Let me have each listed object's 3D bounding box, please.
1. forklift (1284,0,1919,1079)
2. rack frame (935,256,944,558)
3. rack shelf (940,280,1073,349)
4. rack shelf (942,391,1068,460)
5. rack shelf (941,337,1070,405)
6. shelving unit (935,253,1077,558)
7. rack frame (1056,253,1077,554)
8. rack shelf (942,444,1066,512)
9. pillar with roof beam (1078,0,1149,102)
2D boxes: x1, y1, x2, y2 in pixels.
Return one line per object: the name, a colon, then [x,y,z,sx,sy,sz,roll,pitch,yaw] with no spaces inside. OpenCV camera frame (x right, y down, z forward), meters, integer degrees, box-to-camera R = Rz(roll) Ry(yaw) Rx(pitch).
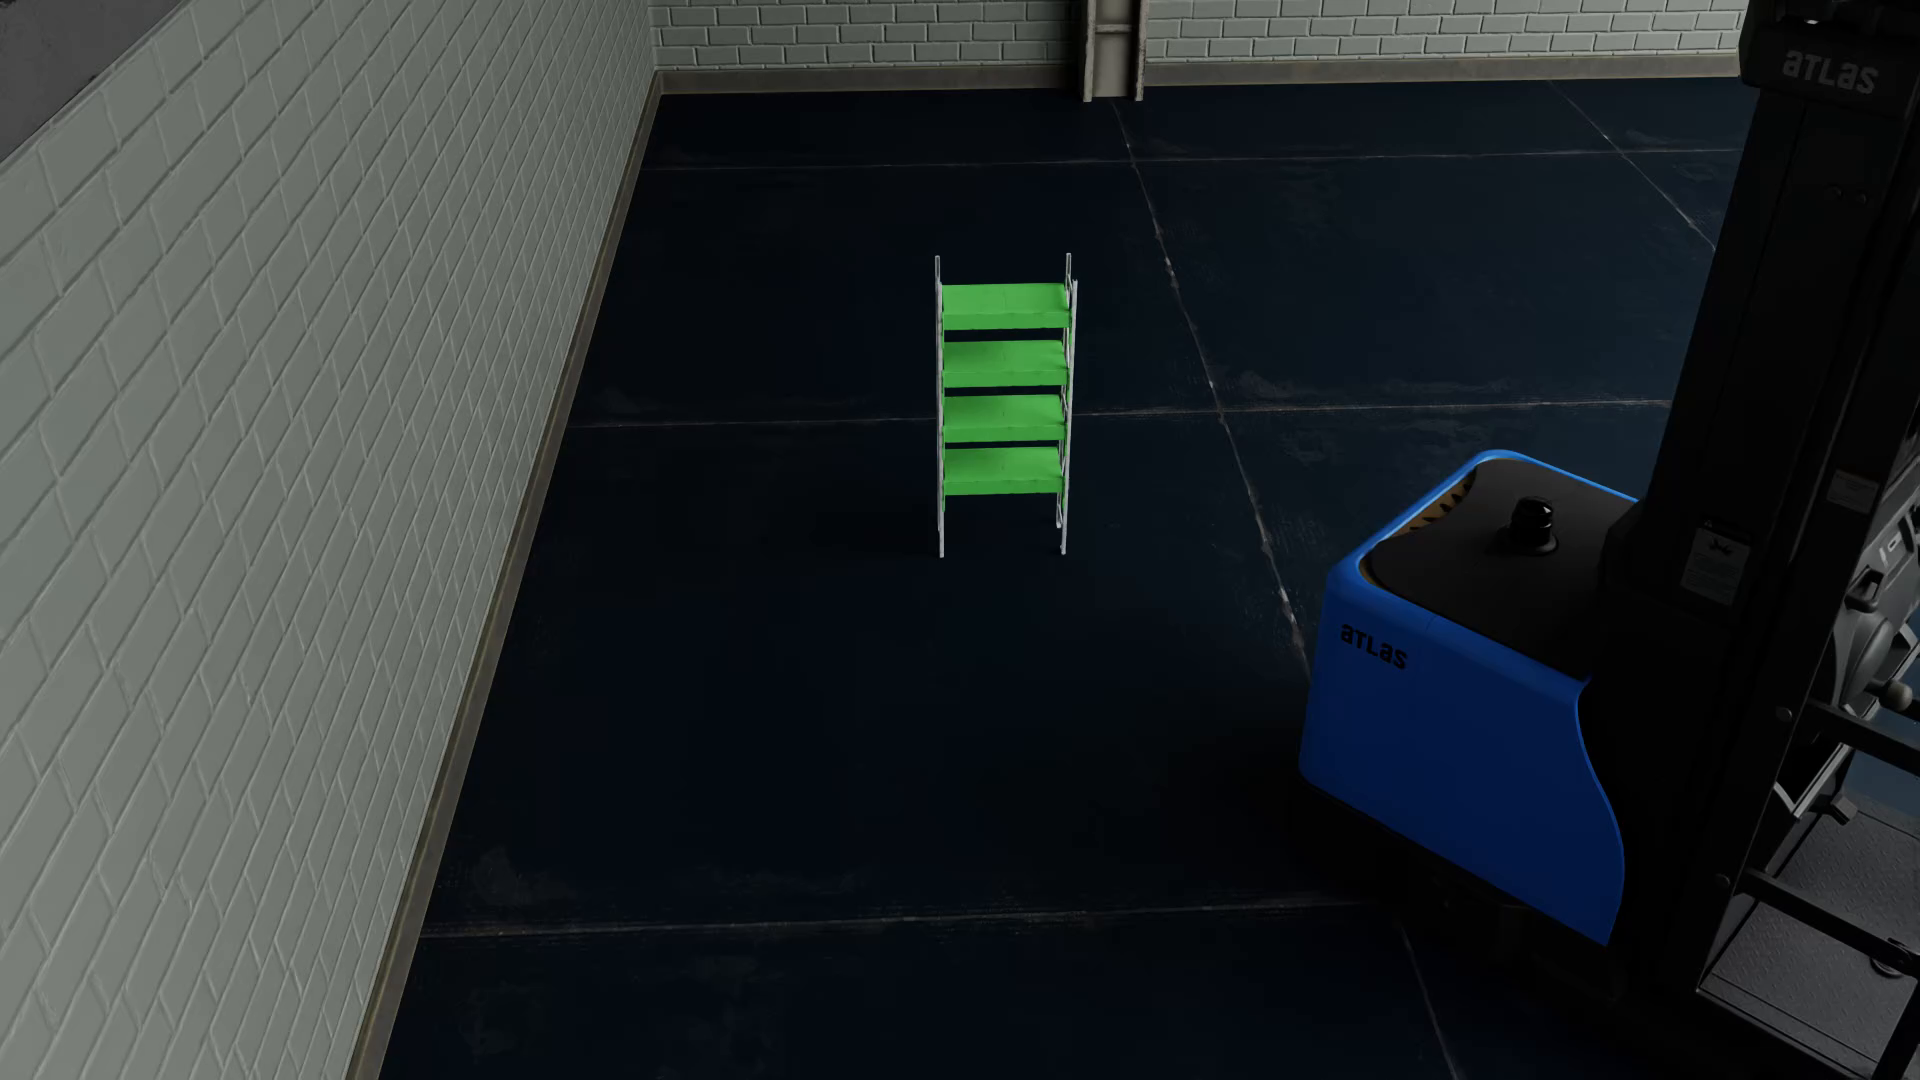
forklift: [2.458,0.136,3.977,3.031,2.935,1.130,28,43,34]
rack frame: [-0.078,-0.491,6.405,0.015,1.200,0.240,-2,35,-2]
rack shelf: [0.165,-0.840,6.178,0.480,0.148,0.258,-2,35,-2]
rack shelf: [0.165,-0.445,6.451,0.480,0.148,0.258,-2,35,-2]
rack shelf: [0.165,-0.643,6.315,0.480,0.148,0.258,-2,35,-2]
shelving unit: [0.165,-0.498,6.415,0.503,1.200,0.258,-2,35,-2]
rack frame: [0.409,-0.504,6.424,0.015,1.200,0.240,-2,35,-2]
rack shelf: [0.165,-0.248,6.588,0.480,0.148,0.258,-2,35,-2]
pillar with roof beam: [1.199,-4.220,4.940,0.400,9.000,9.100,-2,35,-2]
